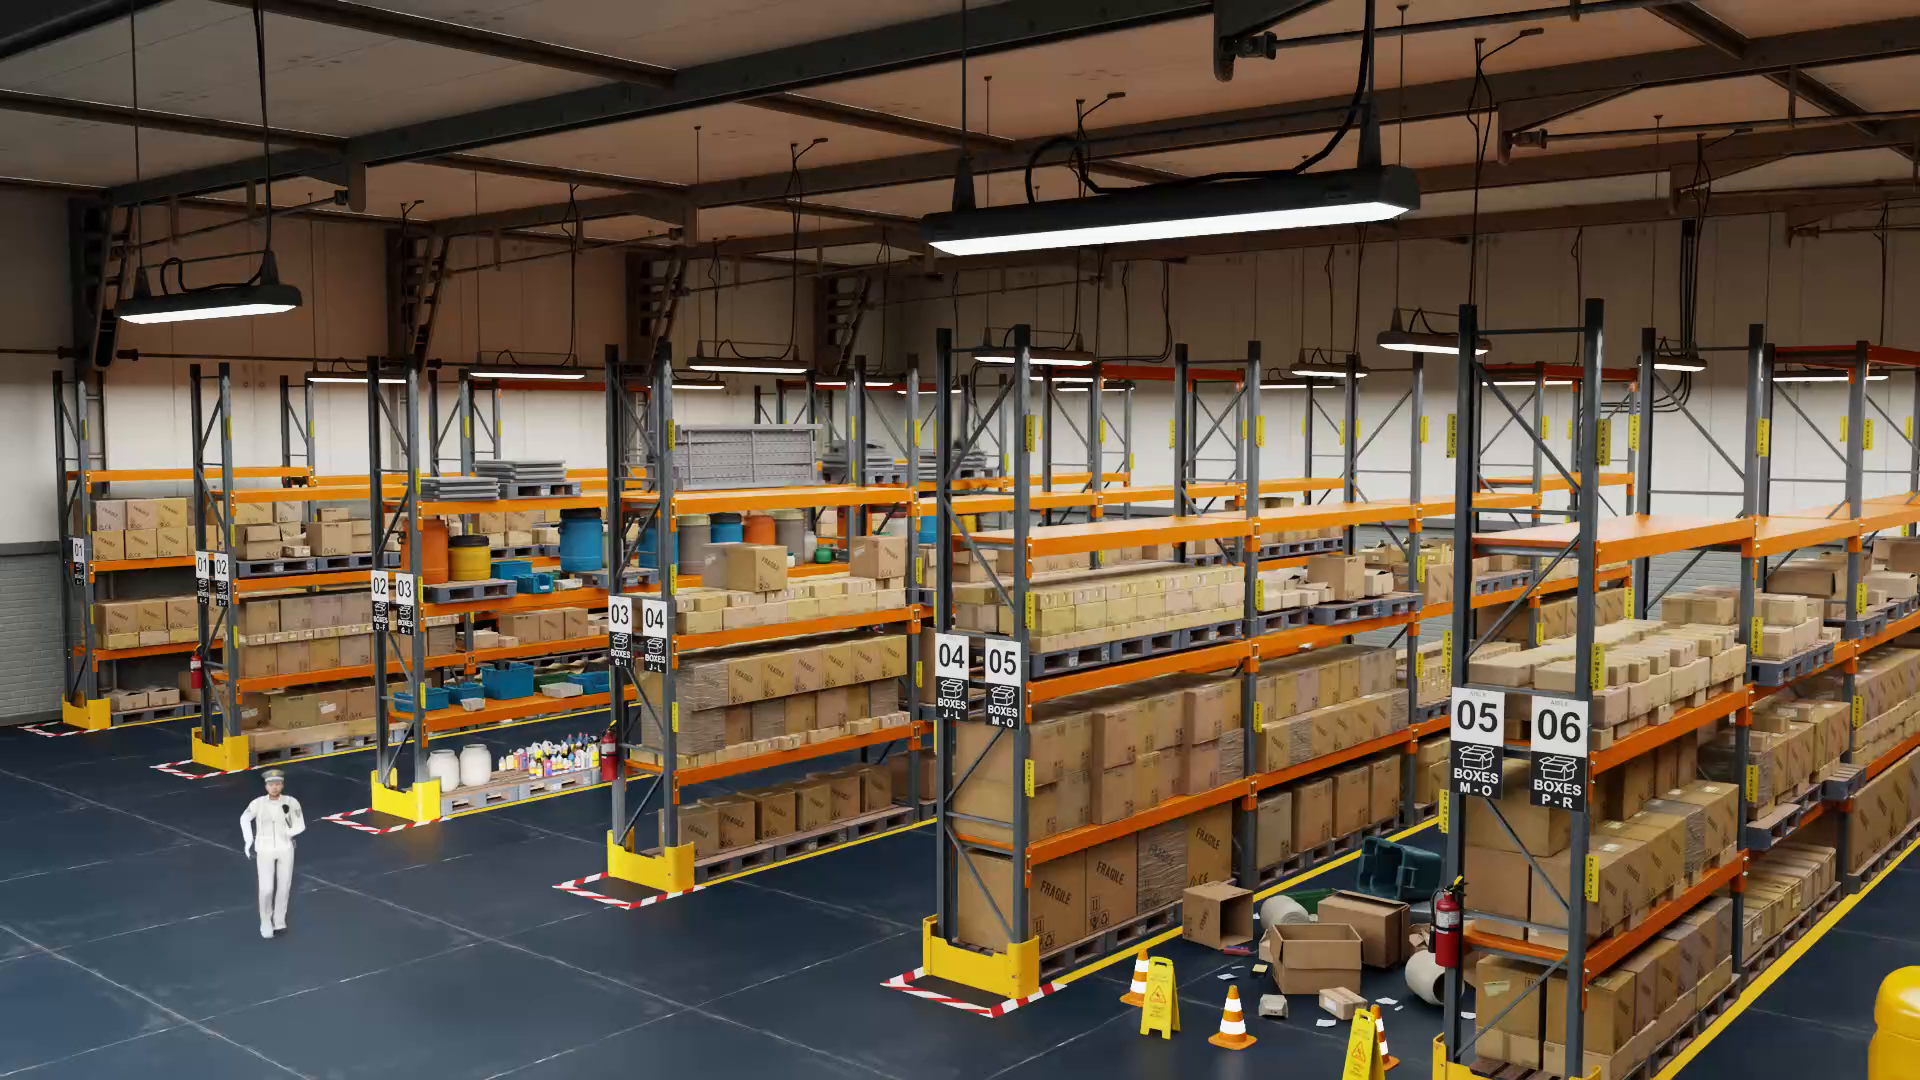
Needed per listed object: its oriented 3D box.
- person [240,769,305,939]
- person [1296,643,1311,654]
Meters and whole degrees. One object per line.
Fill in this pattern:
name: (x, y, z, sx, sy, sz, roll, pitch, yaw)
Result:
person: (-6.838, 3.122, 16.583, 0.582, 1.690, 0.666, -2, 5, -26)
person: (5.305, 2.414, 25.758, 0.712, 1.745, 0.897, 2, 5, 29)
